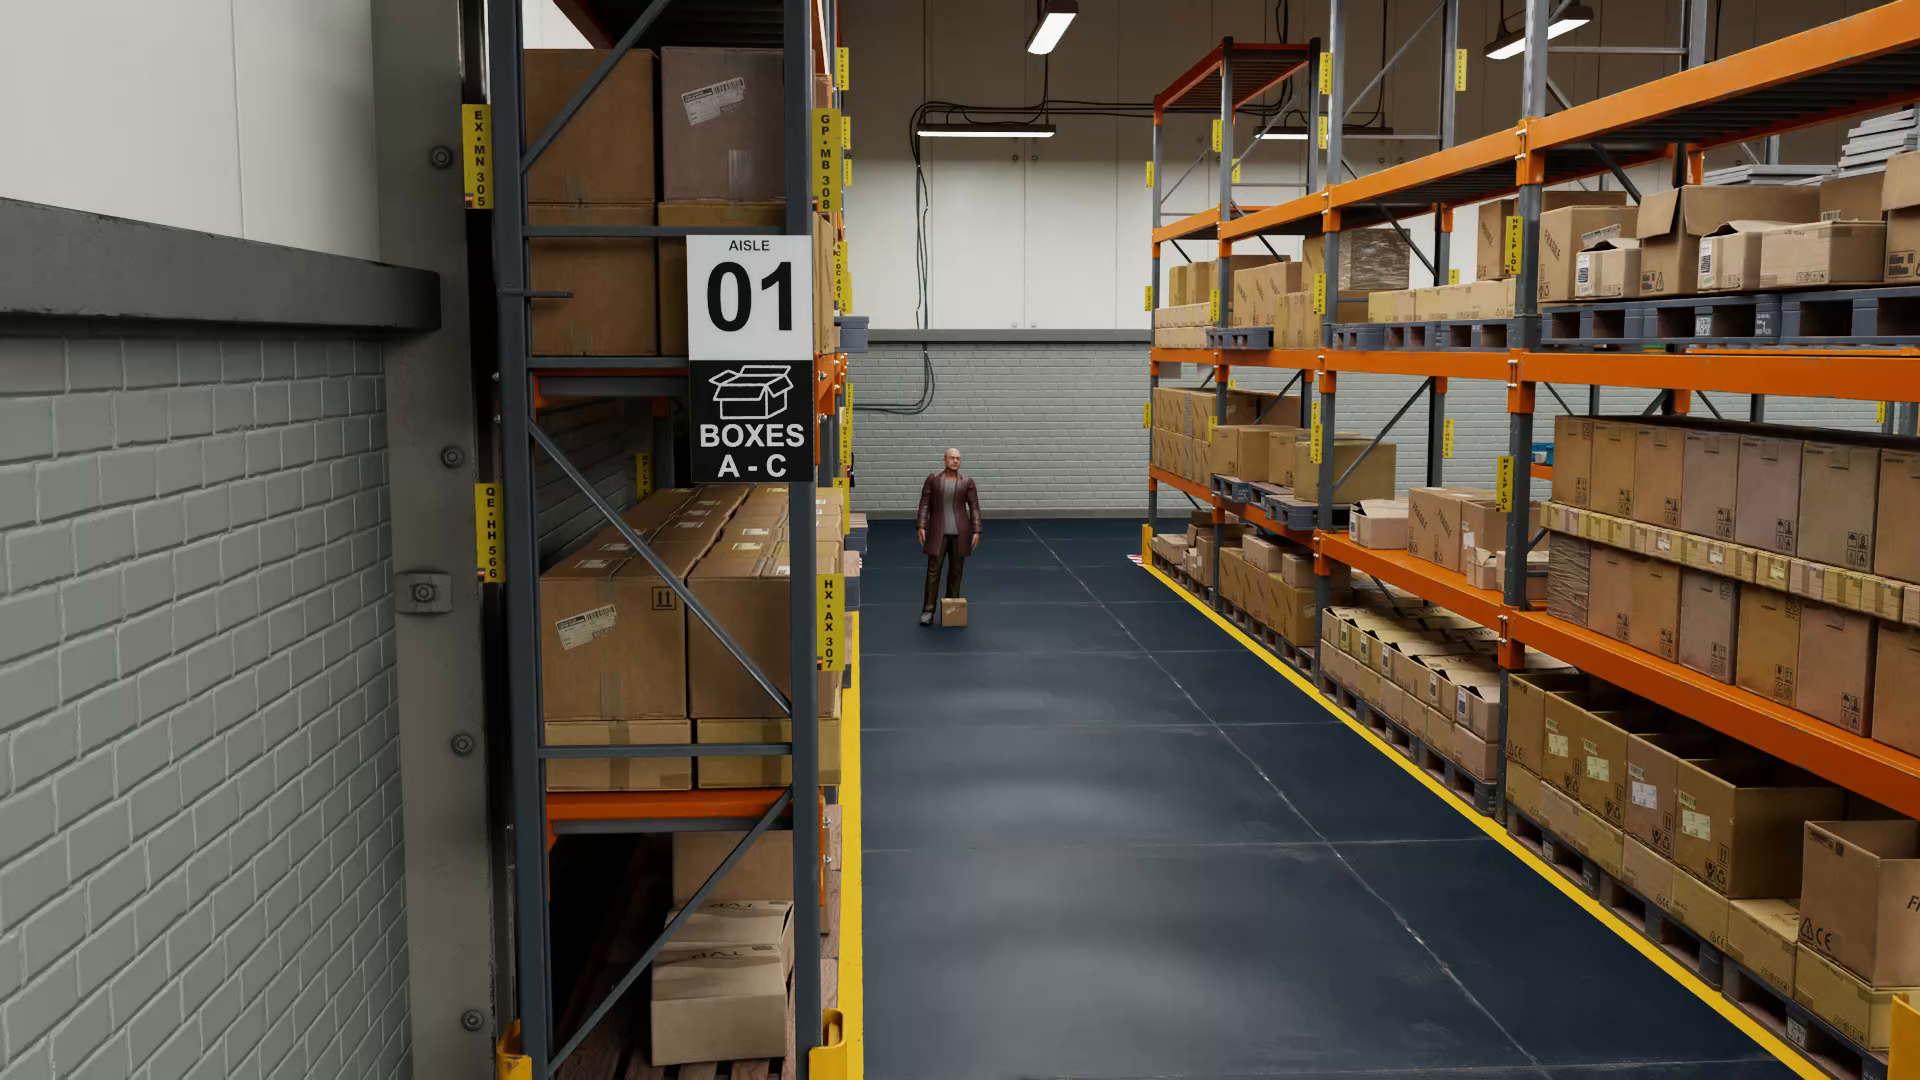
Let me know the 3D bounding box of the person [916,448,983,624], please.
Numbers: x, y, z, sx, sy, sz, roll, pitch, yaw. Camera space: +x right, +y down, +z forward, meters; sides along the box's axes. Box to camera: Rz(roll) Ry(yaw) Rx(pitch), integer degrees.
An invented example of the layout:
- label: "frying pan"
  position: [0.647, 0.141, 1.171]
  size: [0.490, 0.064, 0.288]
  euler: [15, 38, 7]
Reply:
- label: "person"
  position: [-0.107, -0.048, 17.122]
  size: [0.697, 1.776, 0.582]
  euler: [0, 7, -3]
